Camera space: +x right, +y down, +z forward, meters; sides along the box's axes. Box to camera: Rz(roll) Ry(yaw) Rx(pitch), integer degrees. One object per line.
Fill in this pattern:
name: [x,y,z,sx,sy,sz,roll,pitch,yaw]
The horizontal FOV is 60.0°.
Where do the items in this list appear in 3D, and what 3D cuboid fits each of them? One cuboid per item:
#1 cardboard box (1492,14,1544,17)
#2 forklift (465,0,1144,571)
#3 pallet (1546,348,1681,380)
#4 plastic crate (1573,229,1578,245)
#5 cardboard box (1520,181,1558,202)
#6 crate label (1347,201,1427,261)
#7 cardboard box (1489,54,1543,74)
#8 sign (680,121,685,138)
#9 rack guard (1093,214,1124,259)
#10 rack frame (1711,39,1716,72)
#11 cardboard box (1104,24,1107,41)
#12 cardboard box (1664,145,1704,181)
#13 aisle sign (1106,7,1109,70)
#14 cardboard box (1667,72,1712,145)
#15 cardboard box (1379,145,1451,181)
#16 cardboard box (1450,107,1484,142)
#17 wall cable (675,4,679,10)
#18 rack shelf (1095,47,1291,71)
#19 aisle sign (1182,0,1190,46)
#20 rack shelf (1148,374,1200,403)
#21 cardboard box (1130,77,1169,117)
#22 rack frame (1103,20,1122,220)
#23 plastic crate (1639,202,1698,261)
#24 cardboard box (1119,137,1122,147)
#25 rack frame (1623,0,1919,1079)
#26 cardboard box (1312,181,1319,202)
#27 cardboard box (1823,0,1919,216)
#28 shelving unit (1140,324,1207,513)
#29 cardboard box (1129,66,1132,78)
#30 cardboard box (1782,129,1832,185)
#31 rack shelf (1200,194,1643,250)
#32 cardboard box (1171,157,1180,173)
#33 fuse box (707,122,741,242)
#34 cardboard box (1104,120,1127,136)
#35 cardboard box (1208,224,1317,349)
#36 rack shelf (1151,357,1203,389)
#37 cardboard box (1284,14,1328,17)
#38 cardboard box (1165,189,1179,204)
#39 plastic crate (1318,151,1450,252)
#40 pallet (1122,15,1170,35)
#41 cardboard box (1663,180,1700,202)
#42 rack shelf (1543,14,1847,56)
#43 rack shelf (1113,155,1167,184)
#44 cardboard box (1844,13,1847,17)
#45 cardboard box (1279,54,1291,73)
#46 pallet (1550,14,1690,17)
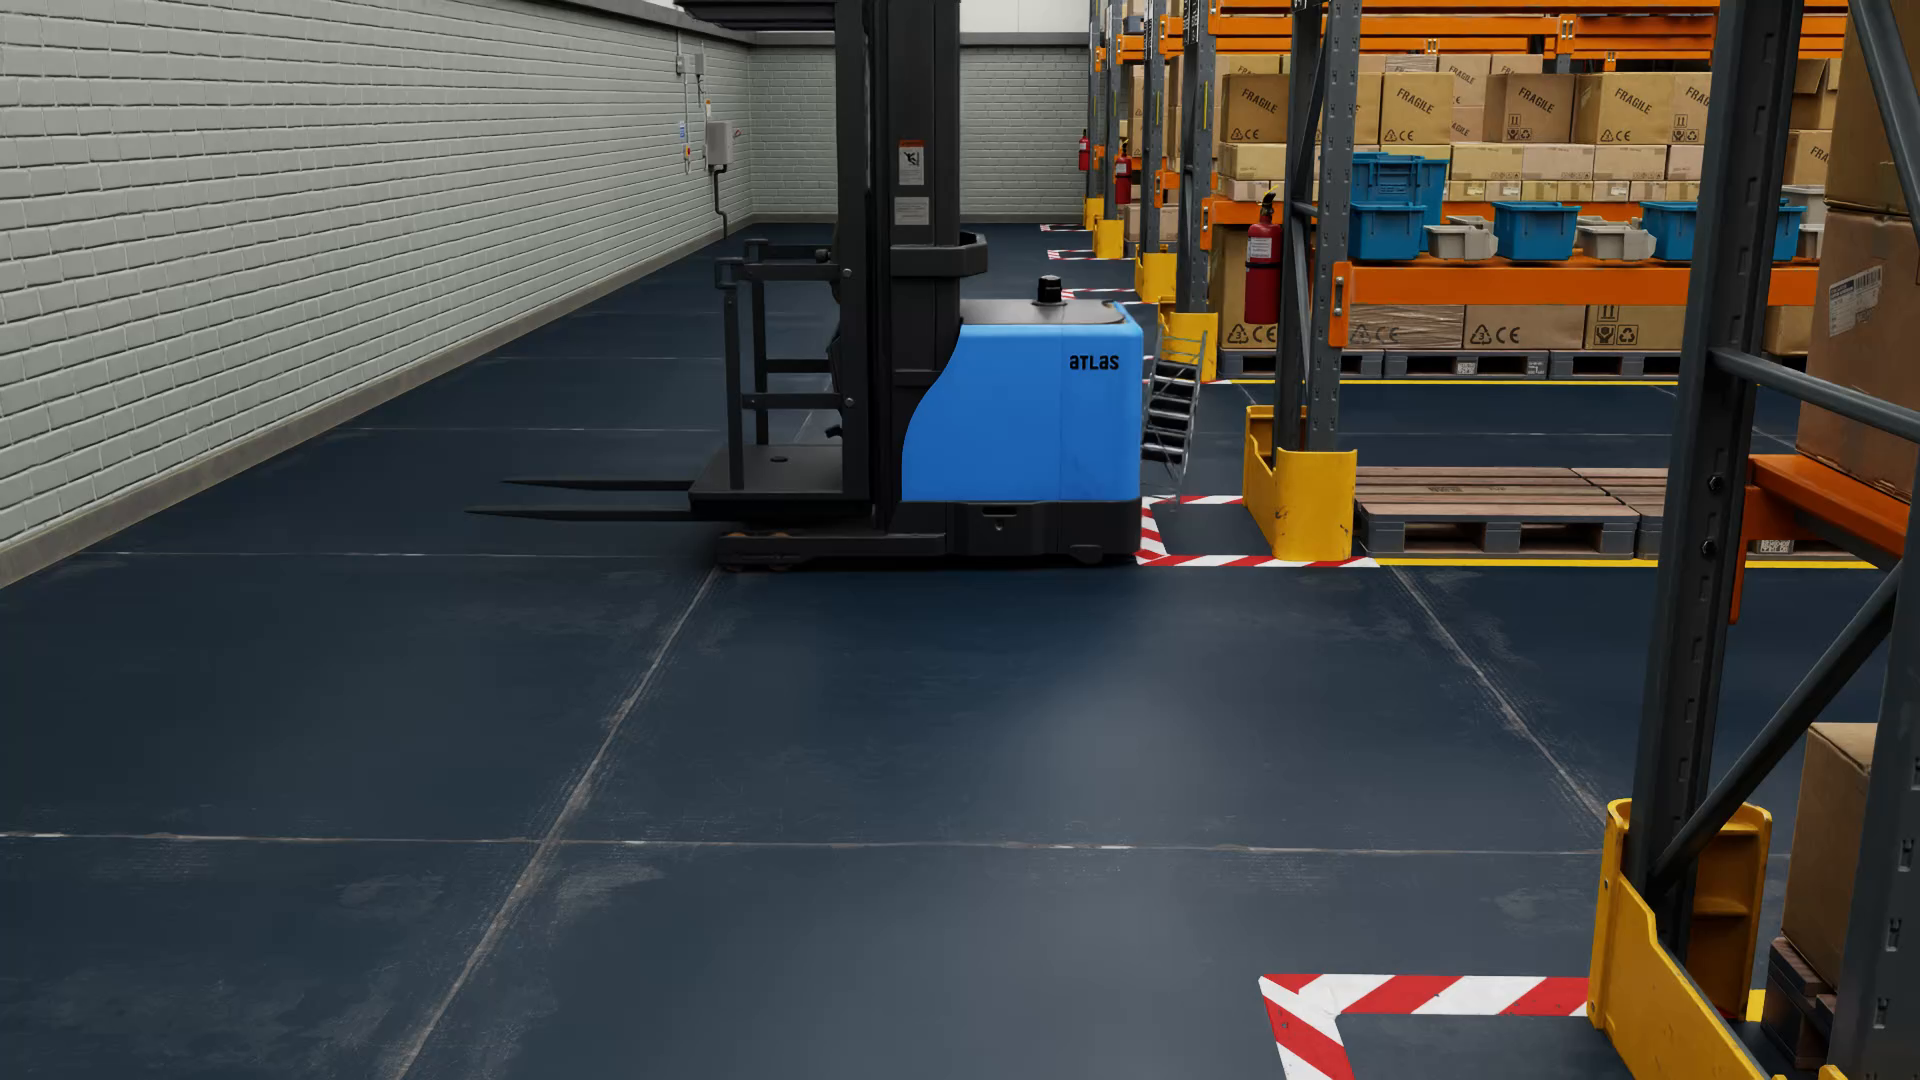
cardboard box: [5.489,-5.319,16.534,0.500,0.250,0.500,1,15,3]
forklift: [-0.709,-1.417,7.467,3.031,2.935,1.130,0,15,0]
pallet: [5.000,-1.419,12.805,1.213,0.211,1.003,0,15,1]
plastic crate: [2.742,-1.442,7.826,0.243,0.136,0.396,0,15,1]
cardboard box: [4.161,-2.548,12.109,0.250,0.149,0.380,0,15,1]
crate label: [1.872,-1.368,7.355,0.303,0.233,0.416,0,15,1]
cardboard box: [5.509,-4.616,16.718,0.500,0.500,0.500,0,15,-1]
sign: [-3.687,-5.445,22.069,0.001,0.218,0.327,0,15,1]
rack guard: [1.989,-4.087,22.352,0.348,0.500,1.175,0,15,1]
rack frame: [5.758,-2.742,12.355,0.127,3.000,1.000,0,15,1]
cardboard box: [2.587,-8.150,26.681,0.500,0.250,0.500,0,15,0]
cardboard box: [5.310,-2.750,12.093,0.500,0.250,0.500,0,15,0]
aisle sign: [1.949,-6.632,22.002,0.004,0.787,0.394,0,15,1]
cardboard box: [5.292,-3.111,11.993,0.500,0.500,0.500,1,15,3]
cardboard box: [3.255,-2.762,12.139,0.500,0.250,0.500,0,15,0]
cardboard box: [4.976,-4.134,16.849,0.500,0.500,0.500,0,15,0]
wall cable: [-3.681,-8.162,21.135,0.029,3.000,0.463,0,15,1]
rack shelf: [4.135,-7.651,26.490,4.000,0.370,1.077,0,15,1]
aisle sign: [1.695,-4.102,12.414,0.004,0.787,0.394,0,15,1]
rack shelf: [1.075,-0.752,8.385,0.258,0.077,0.200,9,-12,7]
cardboard box: [2.485,-5.752,21.605,0.500,0.500,0.500,0,15,0]
rack frame: [2.013,-5.296,22.032,0.127,3.000,1.000,0,15,1]
plastic crate: [3.188,-1.359,7.323,0.300,0.233,0.416,0,15,1]
cardboard box: [2.457,-6.368,26.589,0.250,0.149,0.380,0,15,1]
rack frame: [1.503,-0.242,2.878,0.127,3.000,1.000,0,15,1]
cardboard box: [2.619,-2.558,12.147,0.250,0.149,0.380,0,15,0]
cardboard box: [1.955,-0.841,2.993,0.500,0.500,0.500,0,15,1]
shelving unit: [1.047,-0.611,8.354,0.258,0.900,0.210,9,-12,7]
cardboard box: [2.377,-6.190,21.994,0.250,0.149,0.380,1,15,2]
cardboard box: [6.212,-2.724,12.089,0.500,0.500,0.500,0,15,2]
rack shelf: [3.759,-2.408,12.496,4.000,0.370,1.077,0,15,1]
cardboard box: [2.303,-3.826,16.952,0.250,0.149,0.380,0,15,1]
fuse box: [-3.425,-5.238,24.340,0.414,1.711,0.539,0,15,1]
cardboard box: [2.602,-6.698,27.057,0.500,0.250,0.500,1,15,3]
cardboard box: [2.402,-1.960,12.732,0.875,0.875,0.875,0,15,1]
rack shelf: [1.092,-0.838,8.404,0.258,0.077,0.200,9,-12,7]
cardboard box: [3.471,-5.338,16.606,0.500,0.250,0.500,0,15,0]
cardboard box: [3.598,-5.512,26.930,0.500,0.500,0.700,1,15,4]
plastic crate: [1.973,-1.597,7.826,0.499,0.435,0.616,0,15,1]
pallet: [2.755,-6.701,21.653,1.213,0.211,1.003,0,15,1]
cardboard box: [5.187,-2.541,12.084,0.250,0.149,0.380,1,15,3]
rack shelf: [7.985,-5.096,16.806,4.000,0.370,1.077,0,15,1]
rack shelf: [4.012,-4.935,22.075,4.000,0.370,1.077,0,15,1]
cardboard box: [8.907,-5.418,16.421,0.500,0.500,0.500,0,15,1]
cardboard box: [3.453,-4.627,16.759,0.500,0.500,0.500,0,15,0]
pallet: [6.601,-5.335,16.670,1.003,0.211,1.213,0,15,1]
